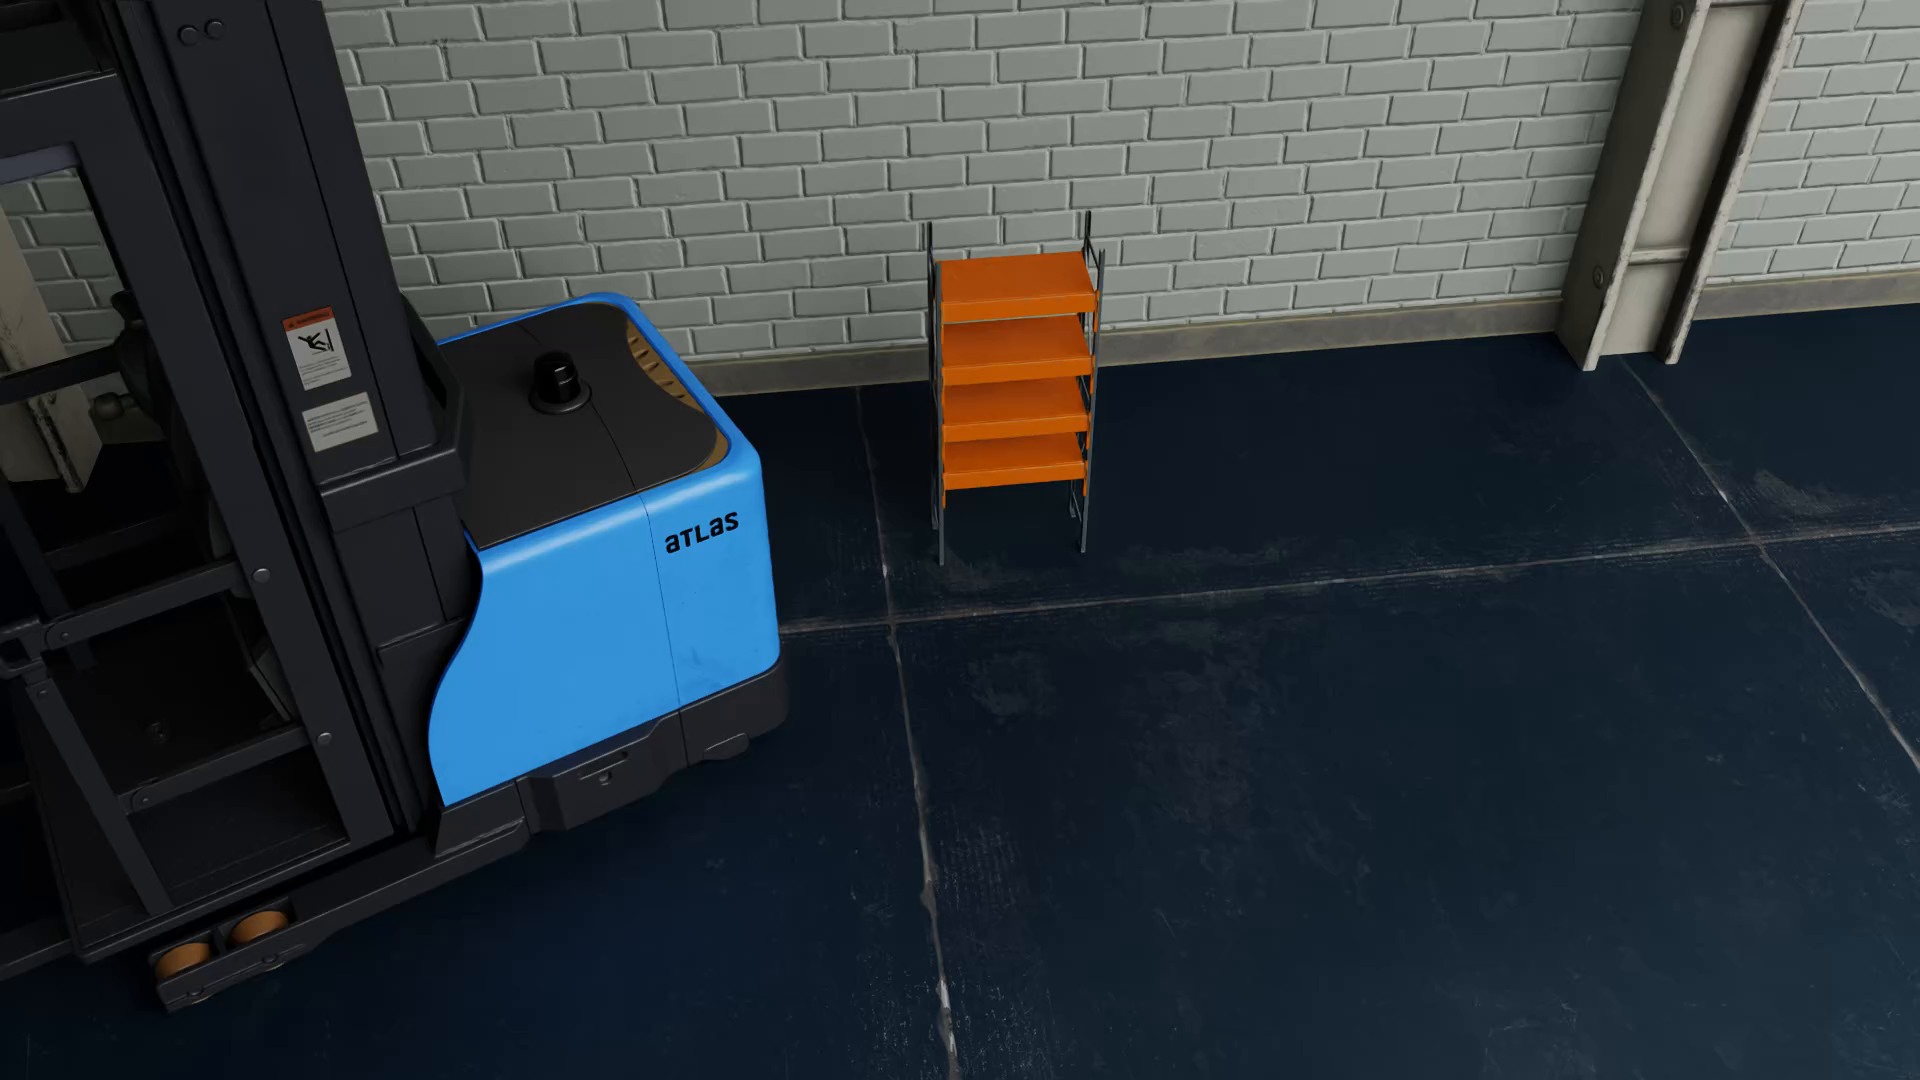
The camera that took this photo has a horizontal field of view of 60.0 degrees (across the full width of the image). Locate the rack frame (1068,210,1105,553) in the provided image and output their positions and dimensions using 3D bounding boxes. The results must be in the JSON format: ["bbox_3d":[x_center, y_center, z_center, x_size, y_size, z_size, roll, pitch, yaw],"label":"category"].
[{"bbox_3d":[0.406,-0.481,5.388,0.015,1.200,0.240,-5,42,-6],"label":"rack frame"}]

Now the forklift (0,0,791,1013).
[{"bbox_3d":[-2.043,-0.271,3.862,3.031,2.935,1.130,-22,47,-23],"label":"forklift"}]

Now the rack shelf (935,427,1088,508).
[{"bbox_3d":[0.164,-0.262,5.542,0.480,0.148,0.258,-5,42,-6],"label":"rack shelf"}]

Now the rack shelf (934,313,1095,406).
[{"bbox_3d":[0.164,-0.576,5.259,0.480,0.148,0.258,-5,42,-6],"label":"rack shelf"}]

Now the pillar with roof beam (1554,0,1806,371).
[{"bbox_3d":[3.158,-1.260,0.429,0.400,9.000,9.100,-5,42,-6],"label":"pillar with roof beam"}]

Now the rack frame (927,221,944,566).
[{"bbox_3d":[-0.078,-0.439,5.341,0.015,1.200,0.240,-5,42,-6],"label":"rack frame"}]

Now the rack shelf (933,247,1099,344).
[{"bbox_3d":[0.164,-0.752,5.101,0.480,0.148,0.258,-5,42,-6],"label":"rack shelf"}]

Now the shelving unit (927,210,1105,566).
[{"bbox_3d":[0.164,-0.460,5.364,0.503,1.200,0.258,-5,42,-6],"label":"shelving unit"}]

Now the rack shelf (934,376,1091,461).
[{"bbox_3d":[0.164,-0.410,5.409,0.480,0.148,0.258,-5,42,-6],"label":"rack shelf"}]
